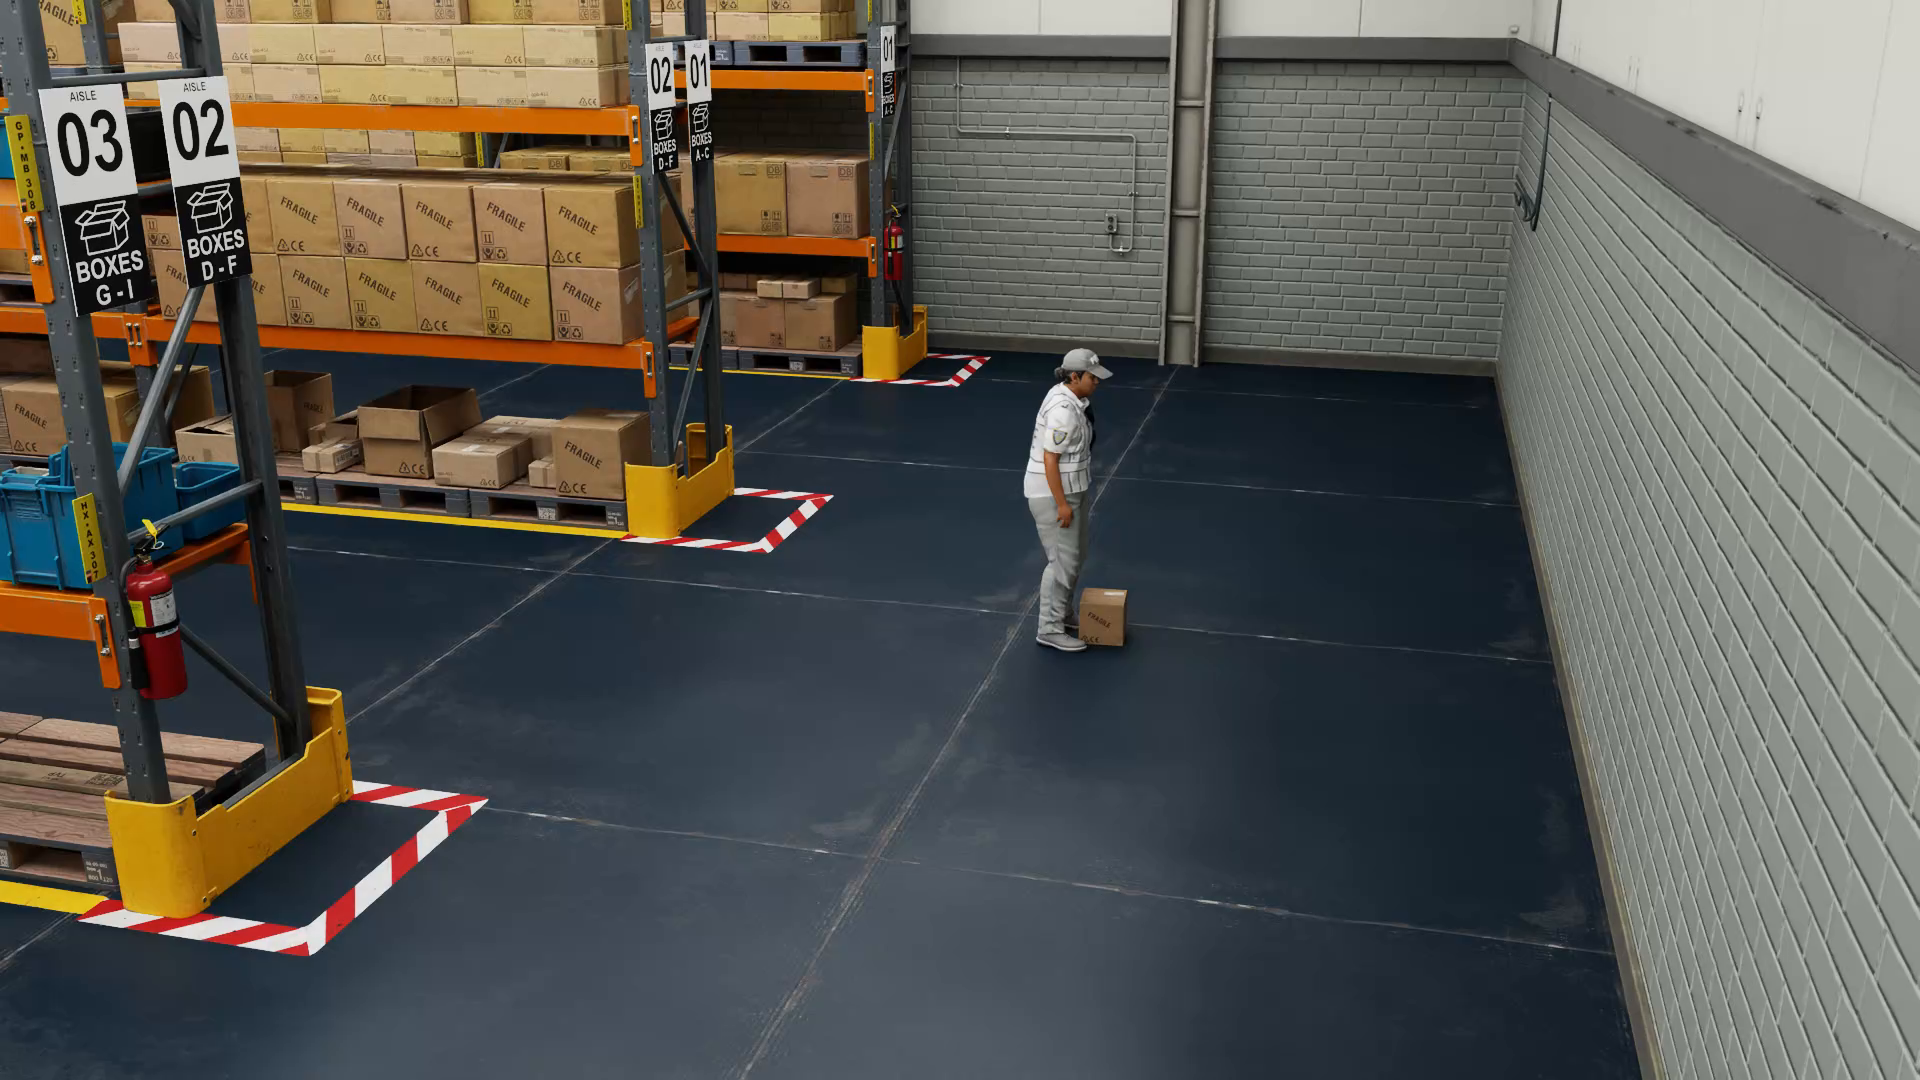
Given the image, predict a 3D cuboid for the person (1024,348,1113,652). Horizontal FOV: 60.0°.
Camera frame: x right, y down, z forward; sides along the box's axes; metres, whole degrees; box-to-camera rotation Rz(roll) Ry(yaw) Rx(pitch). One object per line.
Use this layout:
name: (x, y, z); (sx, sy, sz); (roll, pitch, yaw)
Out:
person: (0.601, -0.249, 9.295); (0.465, 1.666, 0.538); (5, 19, 14)
